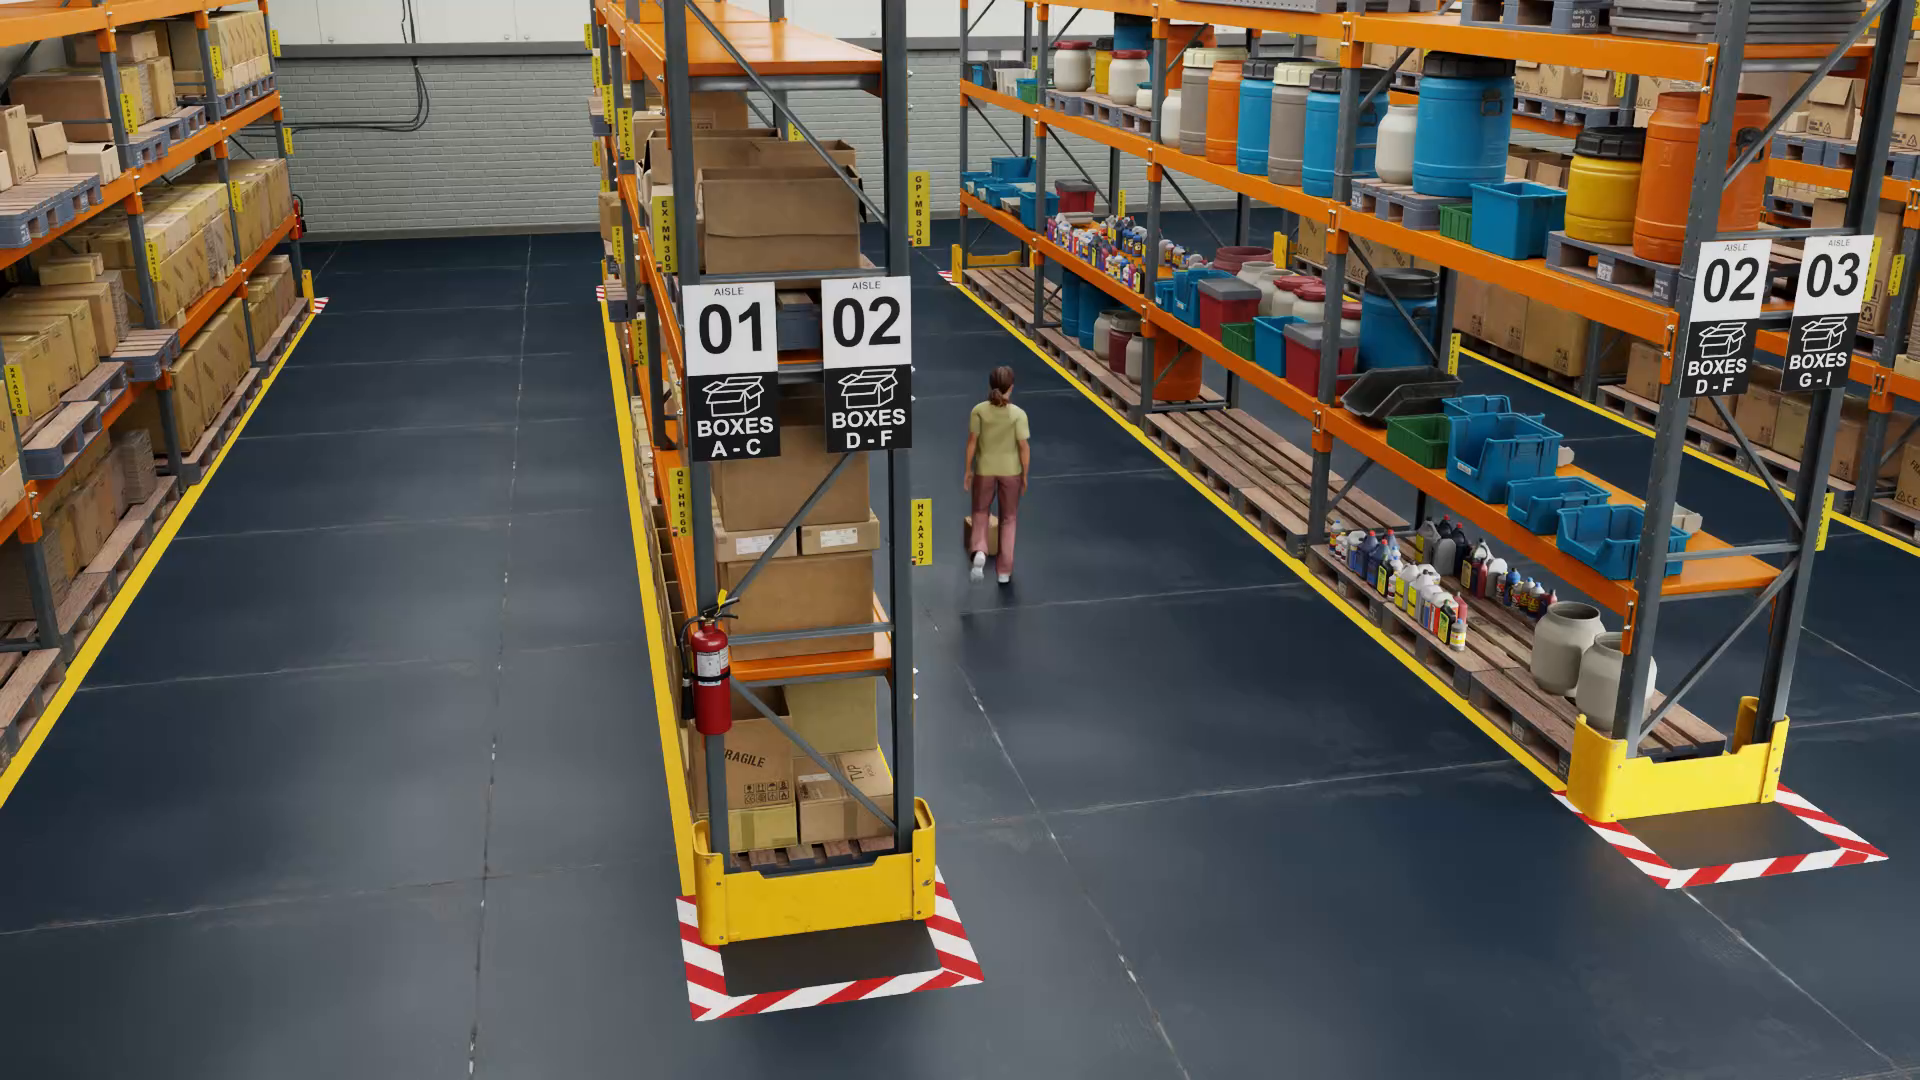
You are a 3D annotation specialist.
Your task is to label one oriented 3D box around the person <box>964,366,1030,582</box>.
[{"bbox_3d":[0.268,-0.462,12.312,0.492,1.665,0.589,3,20,9],"label":"person"}]
